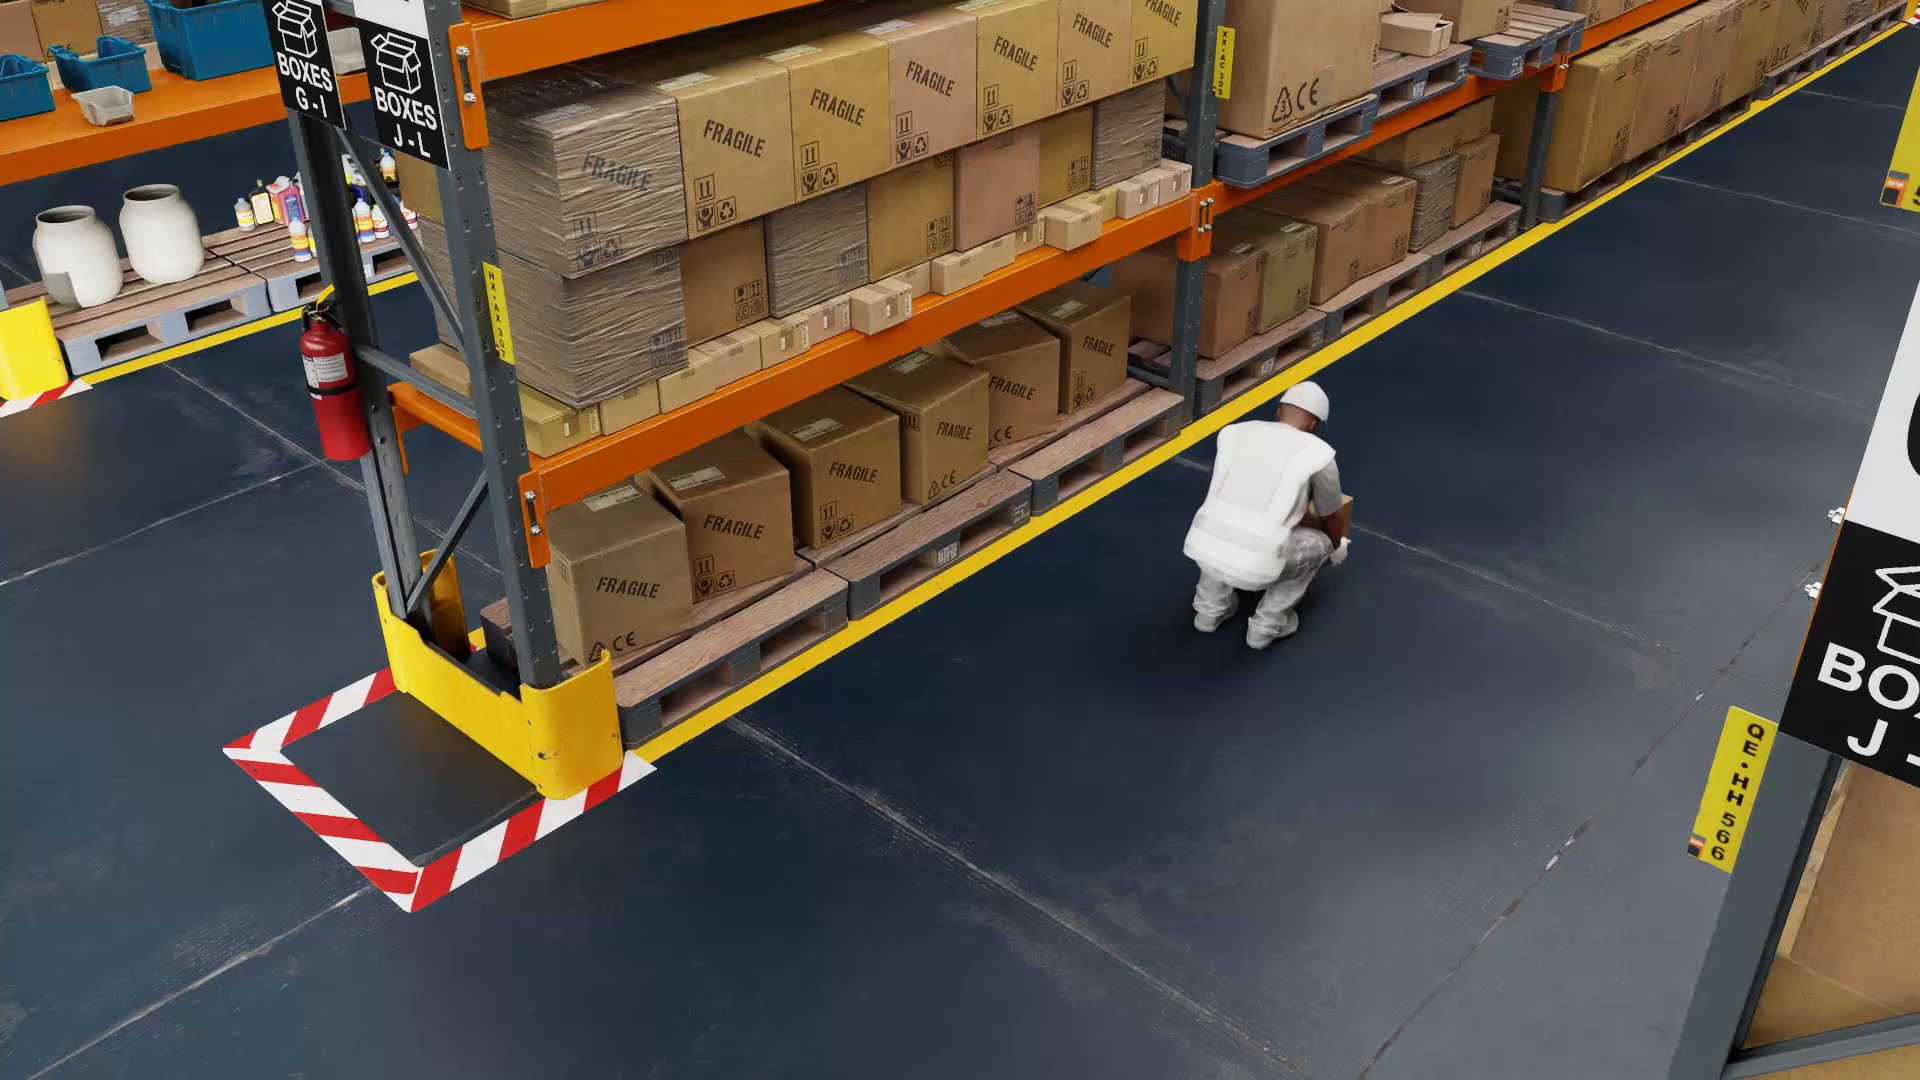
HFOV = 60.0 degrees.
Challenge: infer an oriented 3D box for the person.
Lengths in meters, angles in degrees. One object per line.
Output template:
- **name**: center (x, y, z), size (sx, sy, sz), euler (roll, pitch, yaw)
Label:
- **person**: center (1.295, -0.104, 7.052), size (0.556, 1.003, 0.908), euler (24, 39, 34)
